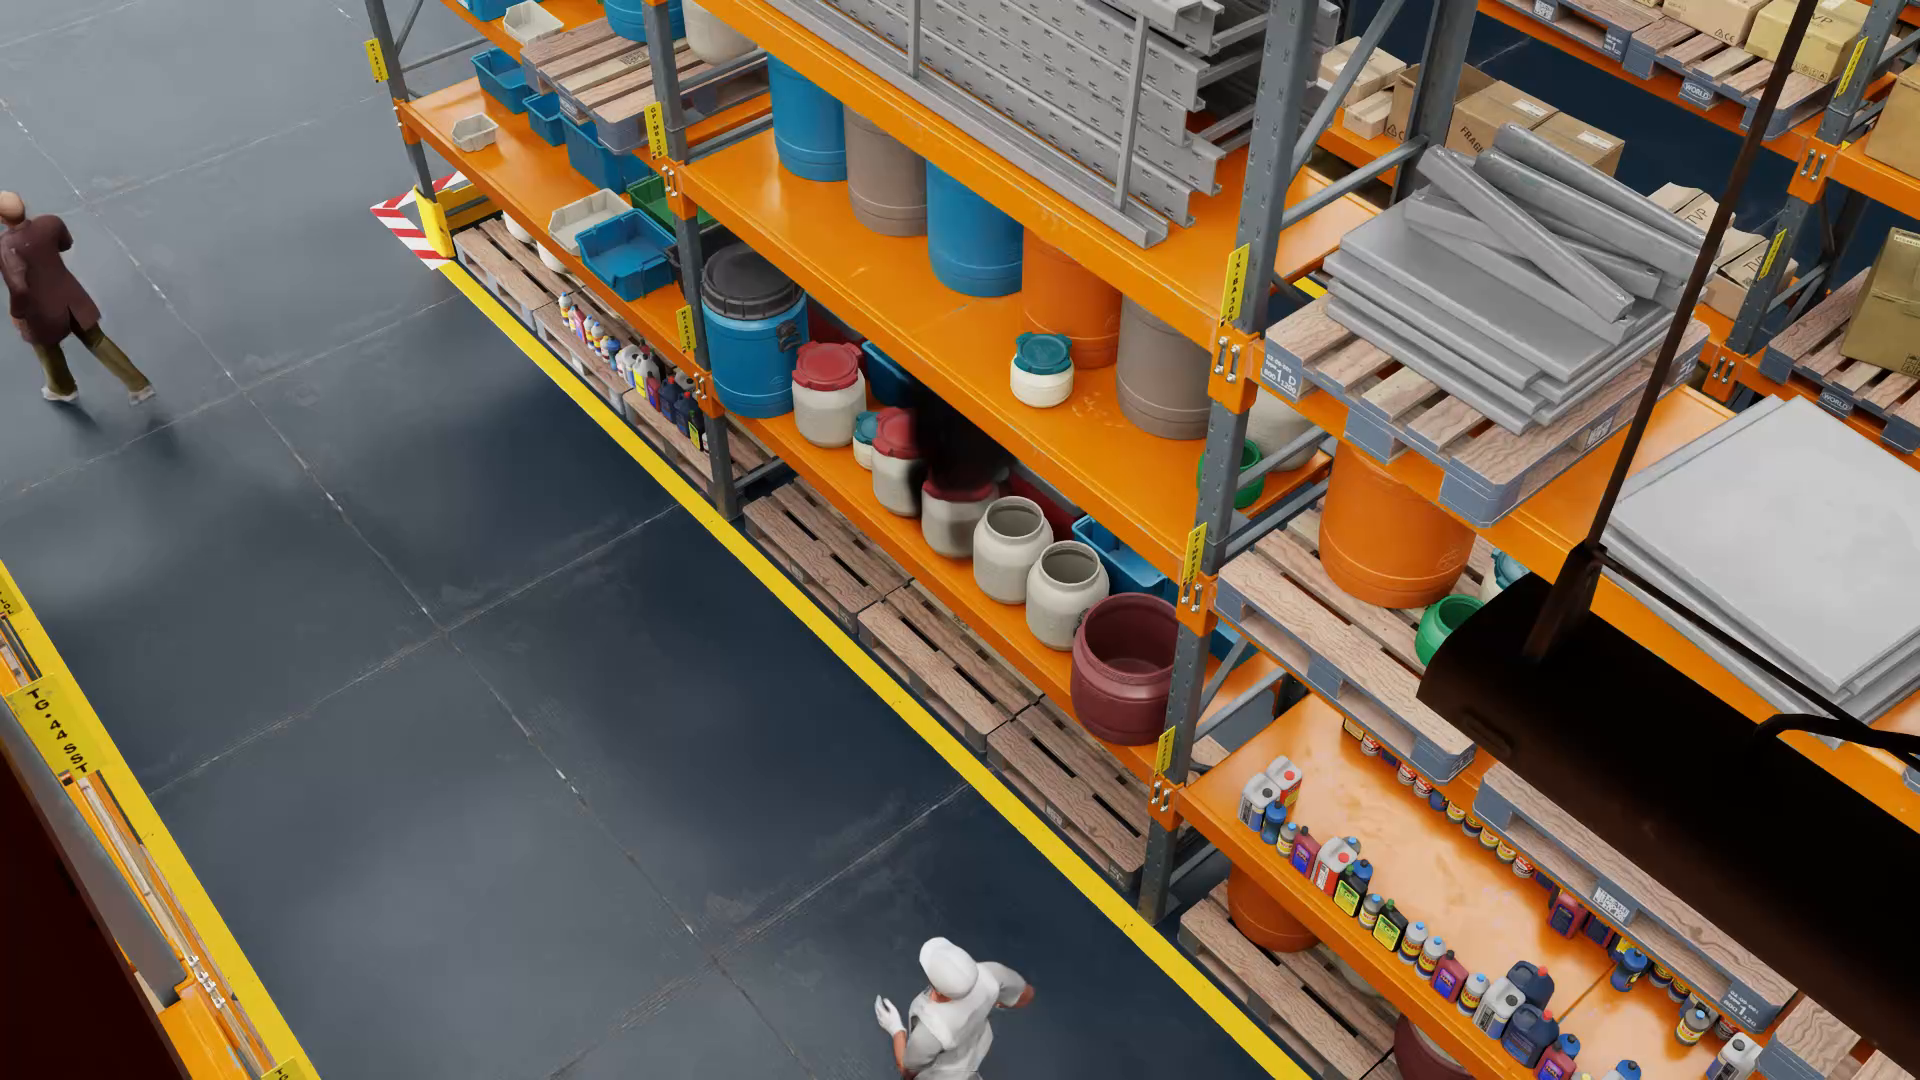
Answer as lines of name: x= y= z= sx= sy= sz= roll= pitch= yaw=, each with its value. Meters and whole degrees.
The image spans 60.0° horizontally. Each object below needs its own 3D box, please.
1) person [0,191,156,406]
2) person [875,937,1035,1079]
person: x=-6.107 y=-1.579 z=11.233 sx=1.022 sy=1.805 sz=0.704 roll=21 pitch=50 yaw=18
person: x=-0.088 y=2.281 z=7.597 sx=0.603 sy=1.739 sz=0.664 roll=29 pitch=53 yaw=25
